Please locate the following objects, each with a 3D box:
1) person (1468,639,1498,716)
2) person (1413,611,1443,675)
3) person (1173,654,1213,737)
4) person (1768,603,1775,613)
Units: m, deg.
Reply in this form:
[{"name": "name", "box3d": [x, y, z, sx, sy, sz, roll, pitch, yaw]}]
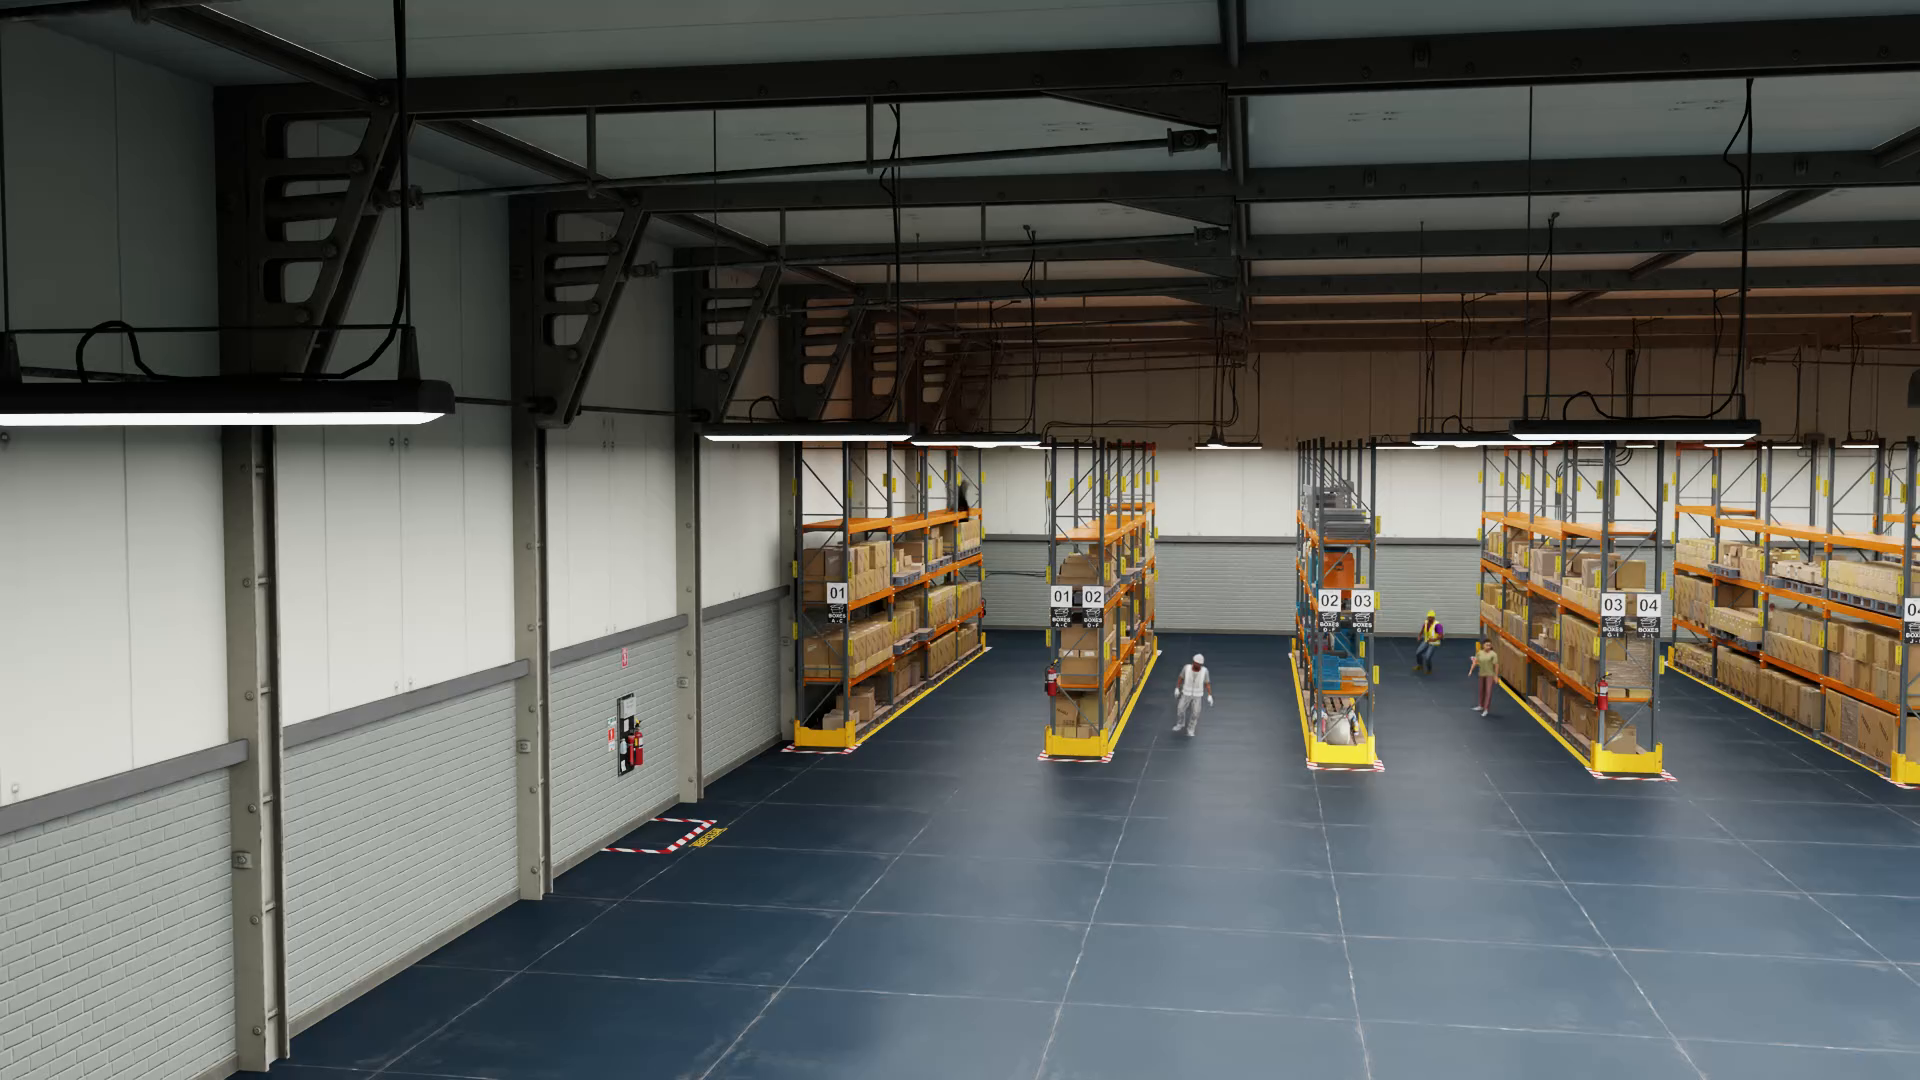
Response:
[{"name": "person", "box3d": [11.458, 2.979, 36.378, 0.611, 1.657, 0.762, 3, 4, 43]}, {"name": "person", "box3d": [12.009, 2.651, 42.718, 0.600, 1.683, 0.910, -2, 4, -38]}, {"name": "person", "box3d": [4.657, 3.098, 33.284, 0.808, 1.695, 0.691, 0, 3, 9]}, {"name": "person", "box3d": [22.071, 2.506, 45.292, 0.887, 1.592, 0.534, 0, 3, 4]}]
